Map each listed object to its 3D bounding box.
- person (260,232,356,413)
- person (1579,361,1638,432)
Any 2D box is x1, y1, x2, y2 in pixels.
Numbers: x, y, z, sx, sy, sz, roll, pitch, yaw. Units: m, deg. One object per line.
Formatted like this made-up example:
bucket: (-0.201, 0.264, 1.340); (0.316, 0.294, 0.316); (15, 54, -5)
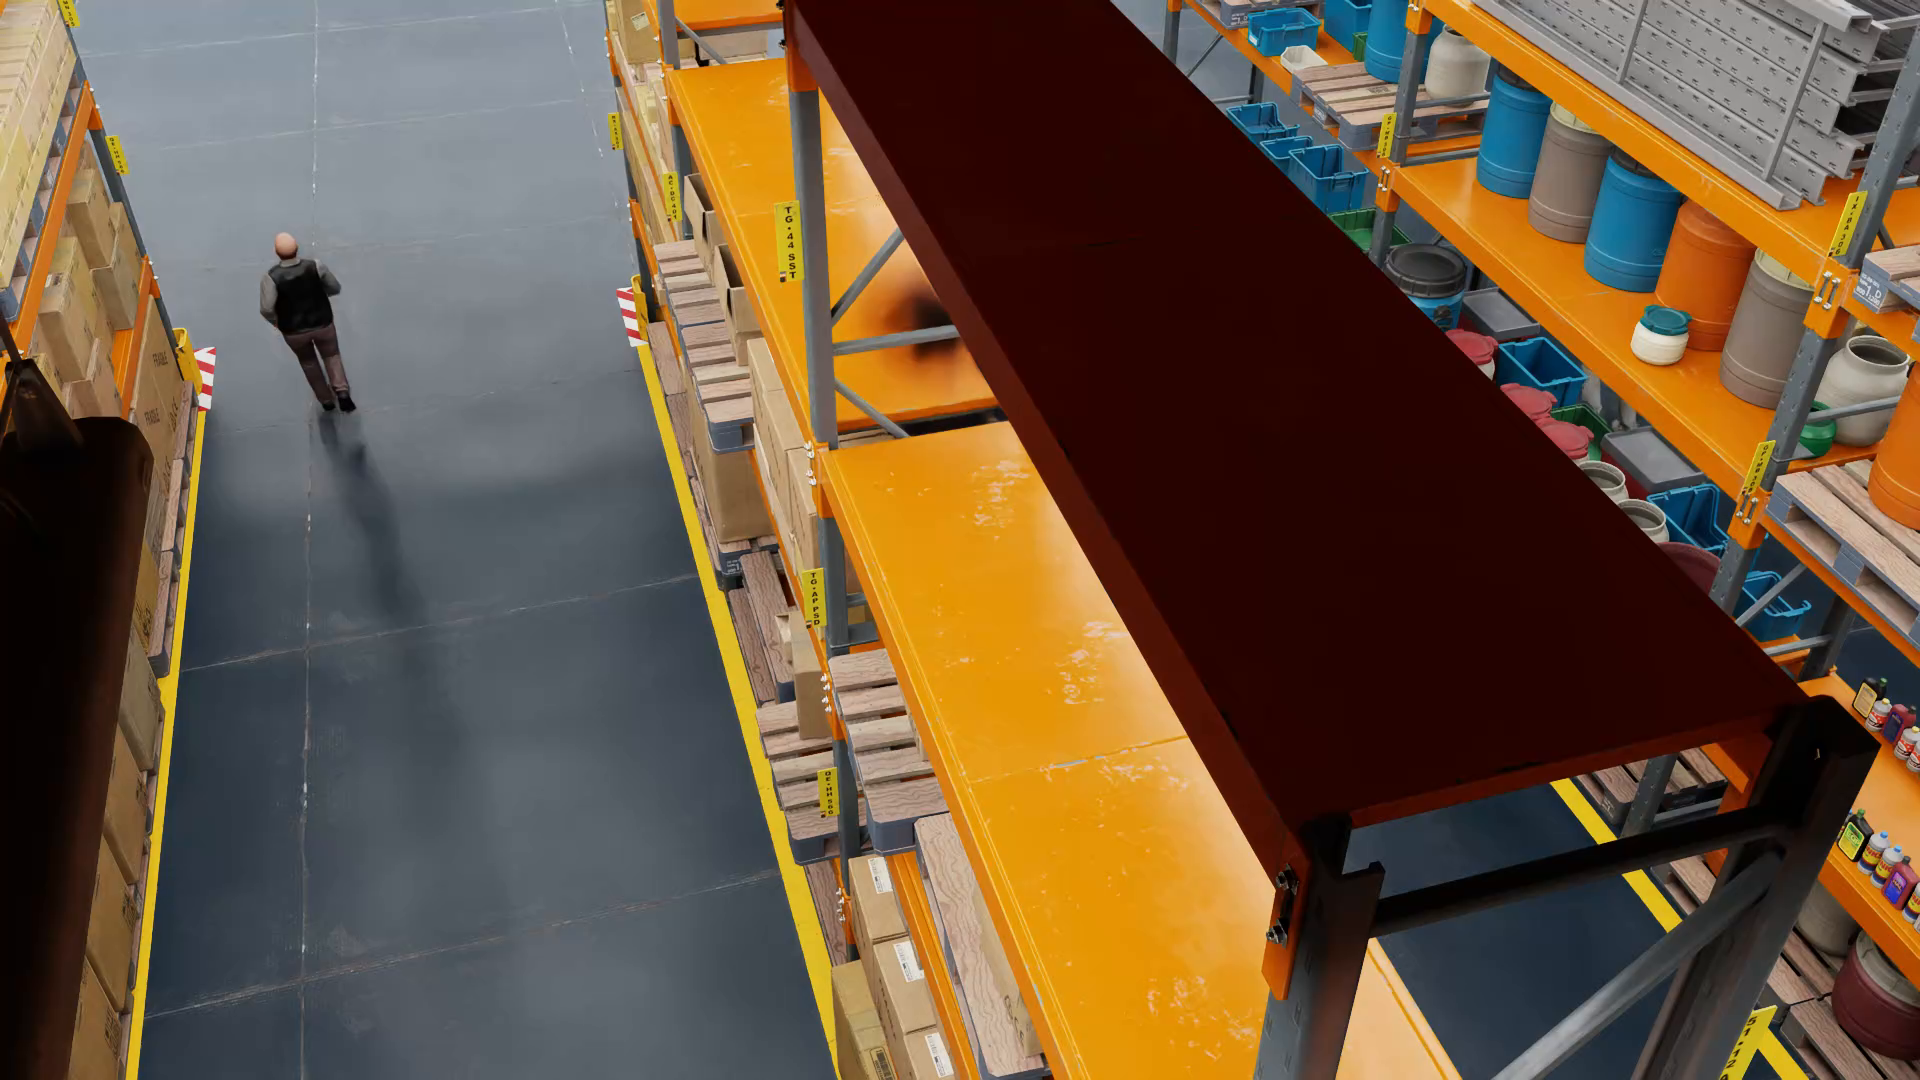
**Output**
person: (-5.353, -1.745, 13.666); (0.664, 1.687, 0.720); (-20, 43, -23)
person: (5.361, -1.632, 13.481); (0.671, 1.815, 0.733); (-12, 40, -15)
